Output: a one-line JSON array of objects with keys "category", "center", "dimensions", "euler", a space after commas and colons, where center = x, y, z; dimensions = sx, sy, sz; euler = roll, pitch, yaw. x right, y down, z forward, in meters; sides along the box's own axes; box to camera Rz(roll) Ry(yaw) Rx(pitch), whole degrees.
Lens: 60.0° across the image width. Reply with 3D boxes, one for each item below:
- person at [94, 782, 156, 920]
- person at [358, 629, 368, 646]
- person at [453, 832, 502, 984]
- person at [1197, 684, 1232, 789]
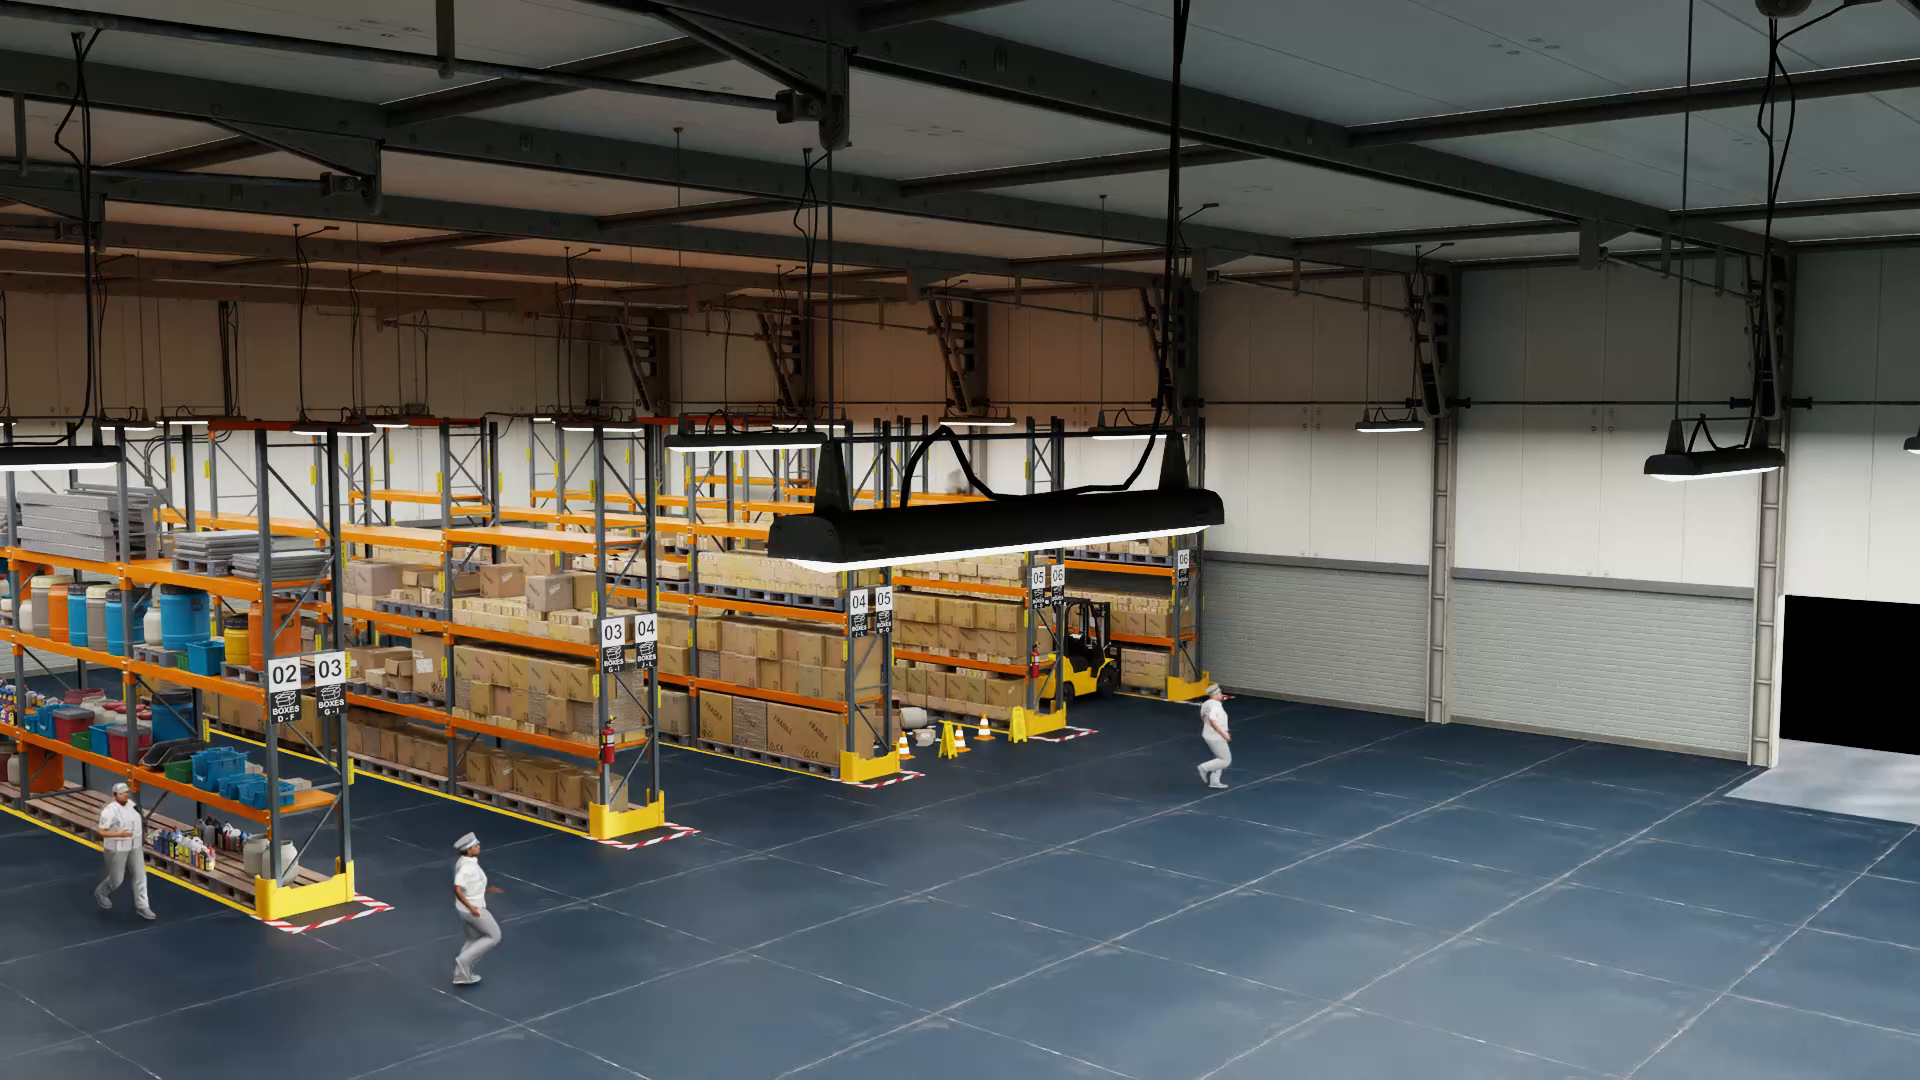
[{"category": "person", "center": [-10.261, 3.794, 20.383], "dimensions": [0.924, 1.666, 0.606], "euler": [2, 5, 28]}, {"category": "person", "center": [-14.110, 2.153, 39.554], "dimensions": [0.665, 1.796, 0.926], "euler": [4, 6, 42]}, {"category": "person", "center": [-5.249, 3.995, 18.081], "dimensions": [0.559, 1.647, 0.548], "euler": [-2, 5, -27]}, {"category": "person", "center": [4.137, 3.211, 27.188], "dimensions": [0.602, 1.742, 0.664], "euler": [-1, 5, -10]}]
